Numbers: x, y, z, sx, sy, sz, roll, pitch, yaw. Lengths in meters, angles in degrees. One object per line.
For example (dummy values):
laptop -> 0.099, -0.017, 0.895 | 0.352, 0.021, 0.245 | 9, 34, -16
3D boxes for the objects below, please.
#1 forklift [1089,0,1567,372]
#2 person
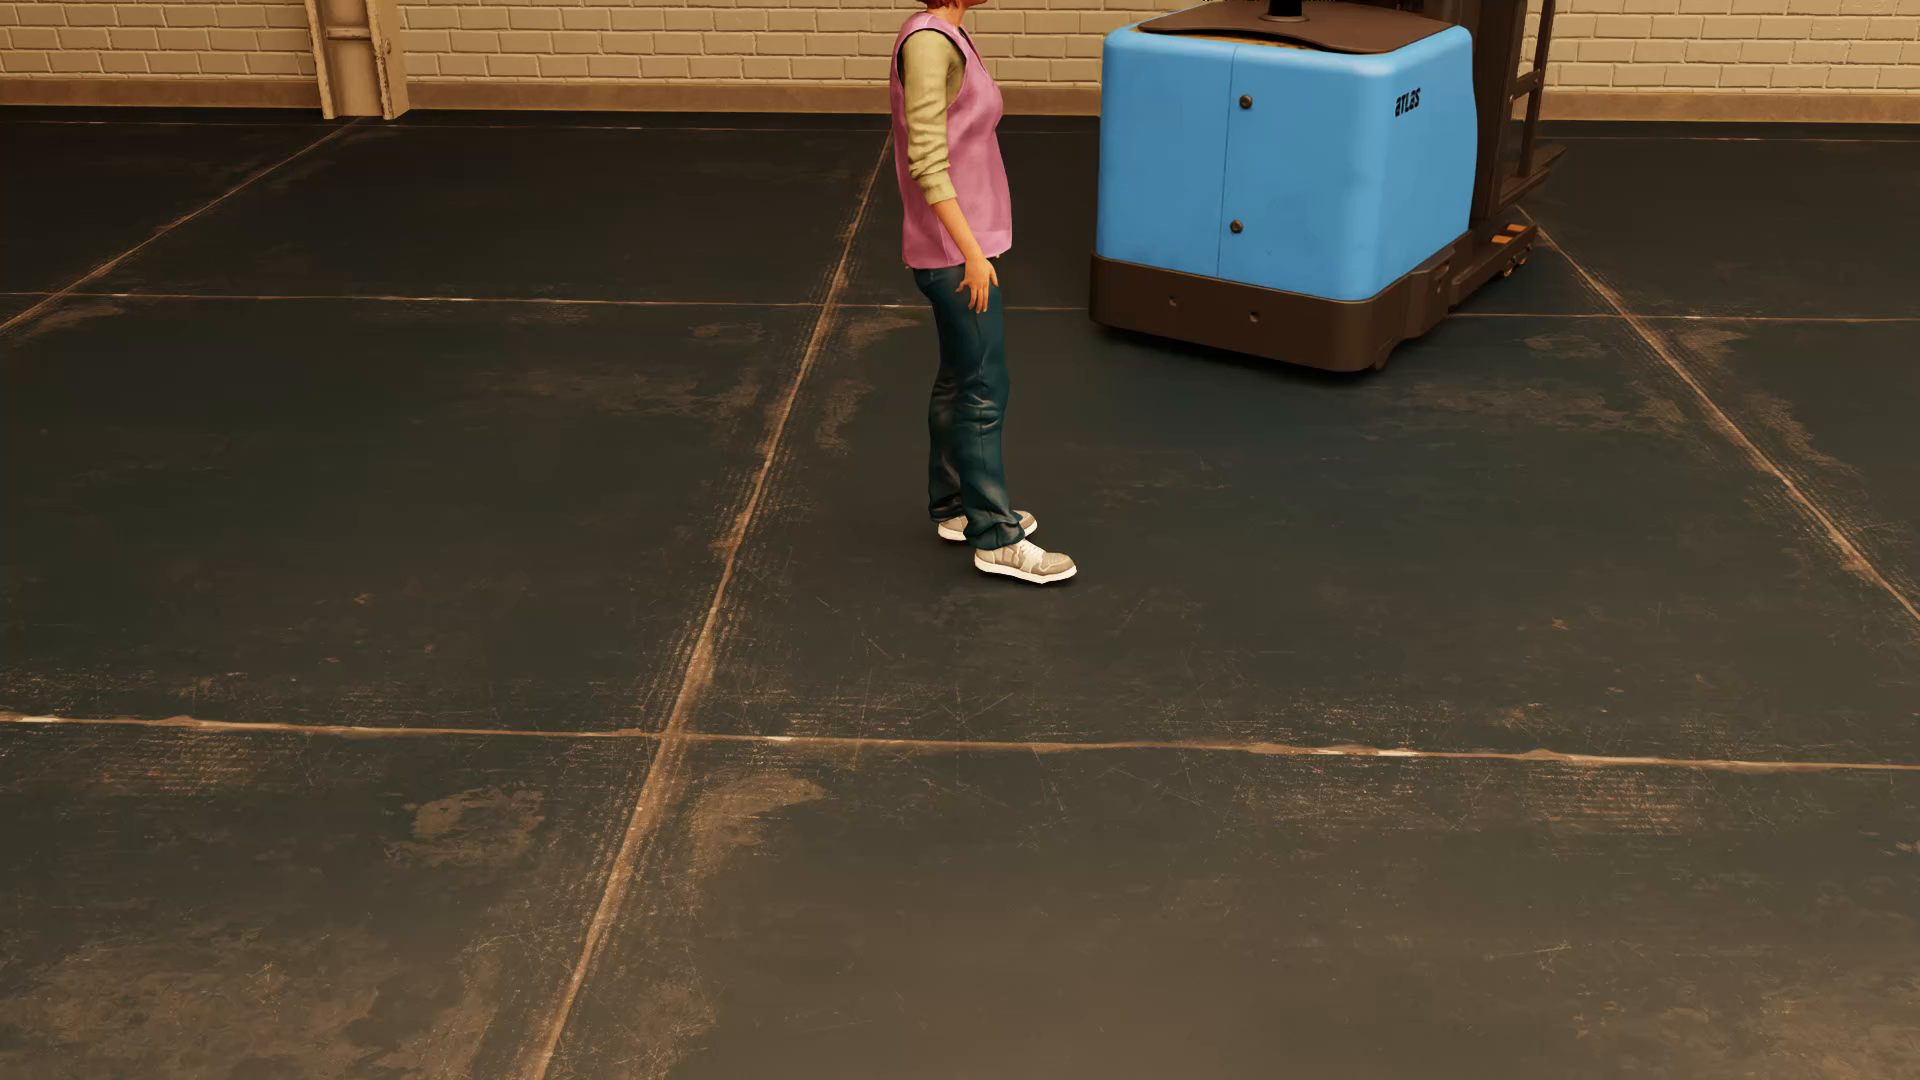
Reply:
forklift -> 1.699, -2.470, 6.216 | 1.130, 2.935, 3.031 | 16, 31, 30
person -> 0.073, -0.715, 4.150 | 0.476, 1.596, 0.520 | 1, 26, 2
